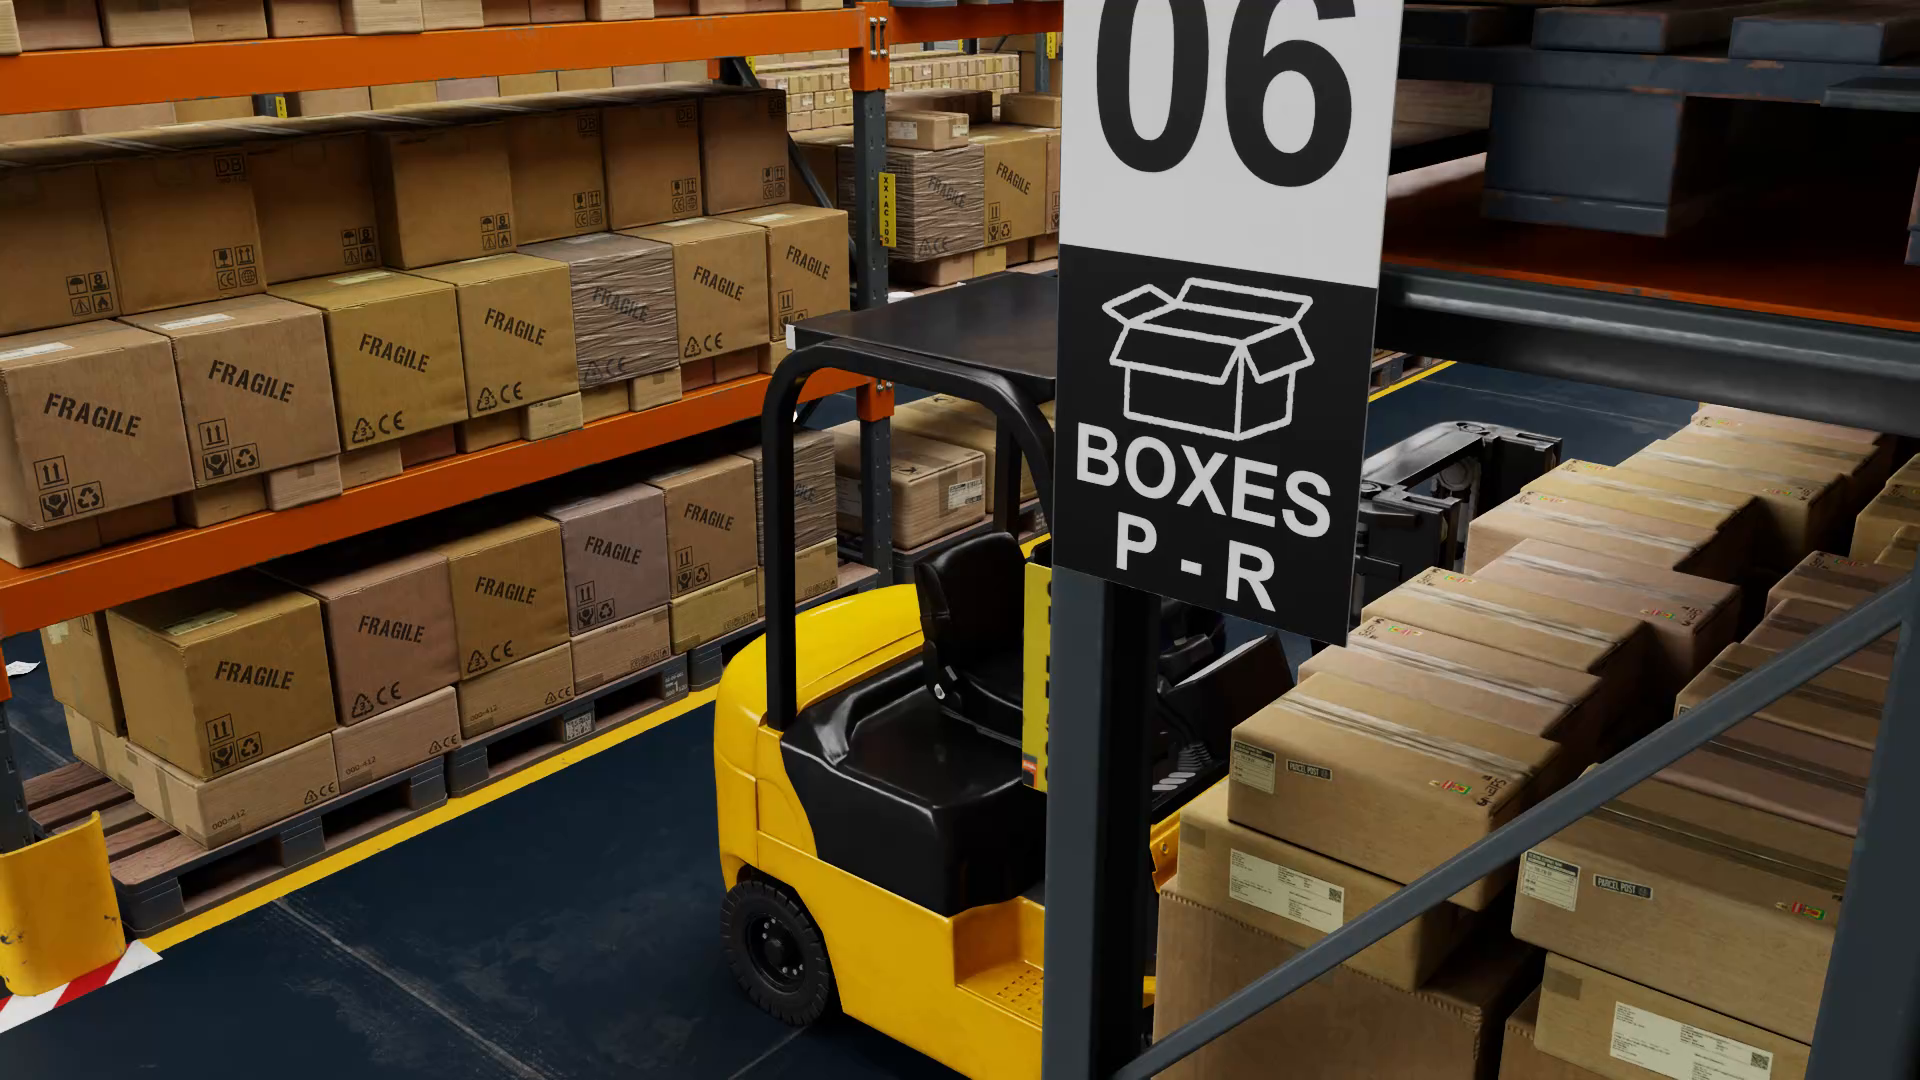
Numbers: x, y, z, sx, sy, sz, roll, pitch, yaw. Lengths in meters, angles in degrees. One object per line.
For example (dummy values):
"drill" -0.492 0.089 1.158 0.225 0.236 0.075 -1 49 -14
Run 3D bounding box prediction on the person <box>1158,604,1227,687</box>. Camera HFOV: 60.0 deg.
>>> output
"person" 0.828 0.135 6.373 0.346 1.619 0.483 17 26 38
